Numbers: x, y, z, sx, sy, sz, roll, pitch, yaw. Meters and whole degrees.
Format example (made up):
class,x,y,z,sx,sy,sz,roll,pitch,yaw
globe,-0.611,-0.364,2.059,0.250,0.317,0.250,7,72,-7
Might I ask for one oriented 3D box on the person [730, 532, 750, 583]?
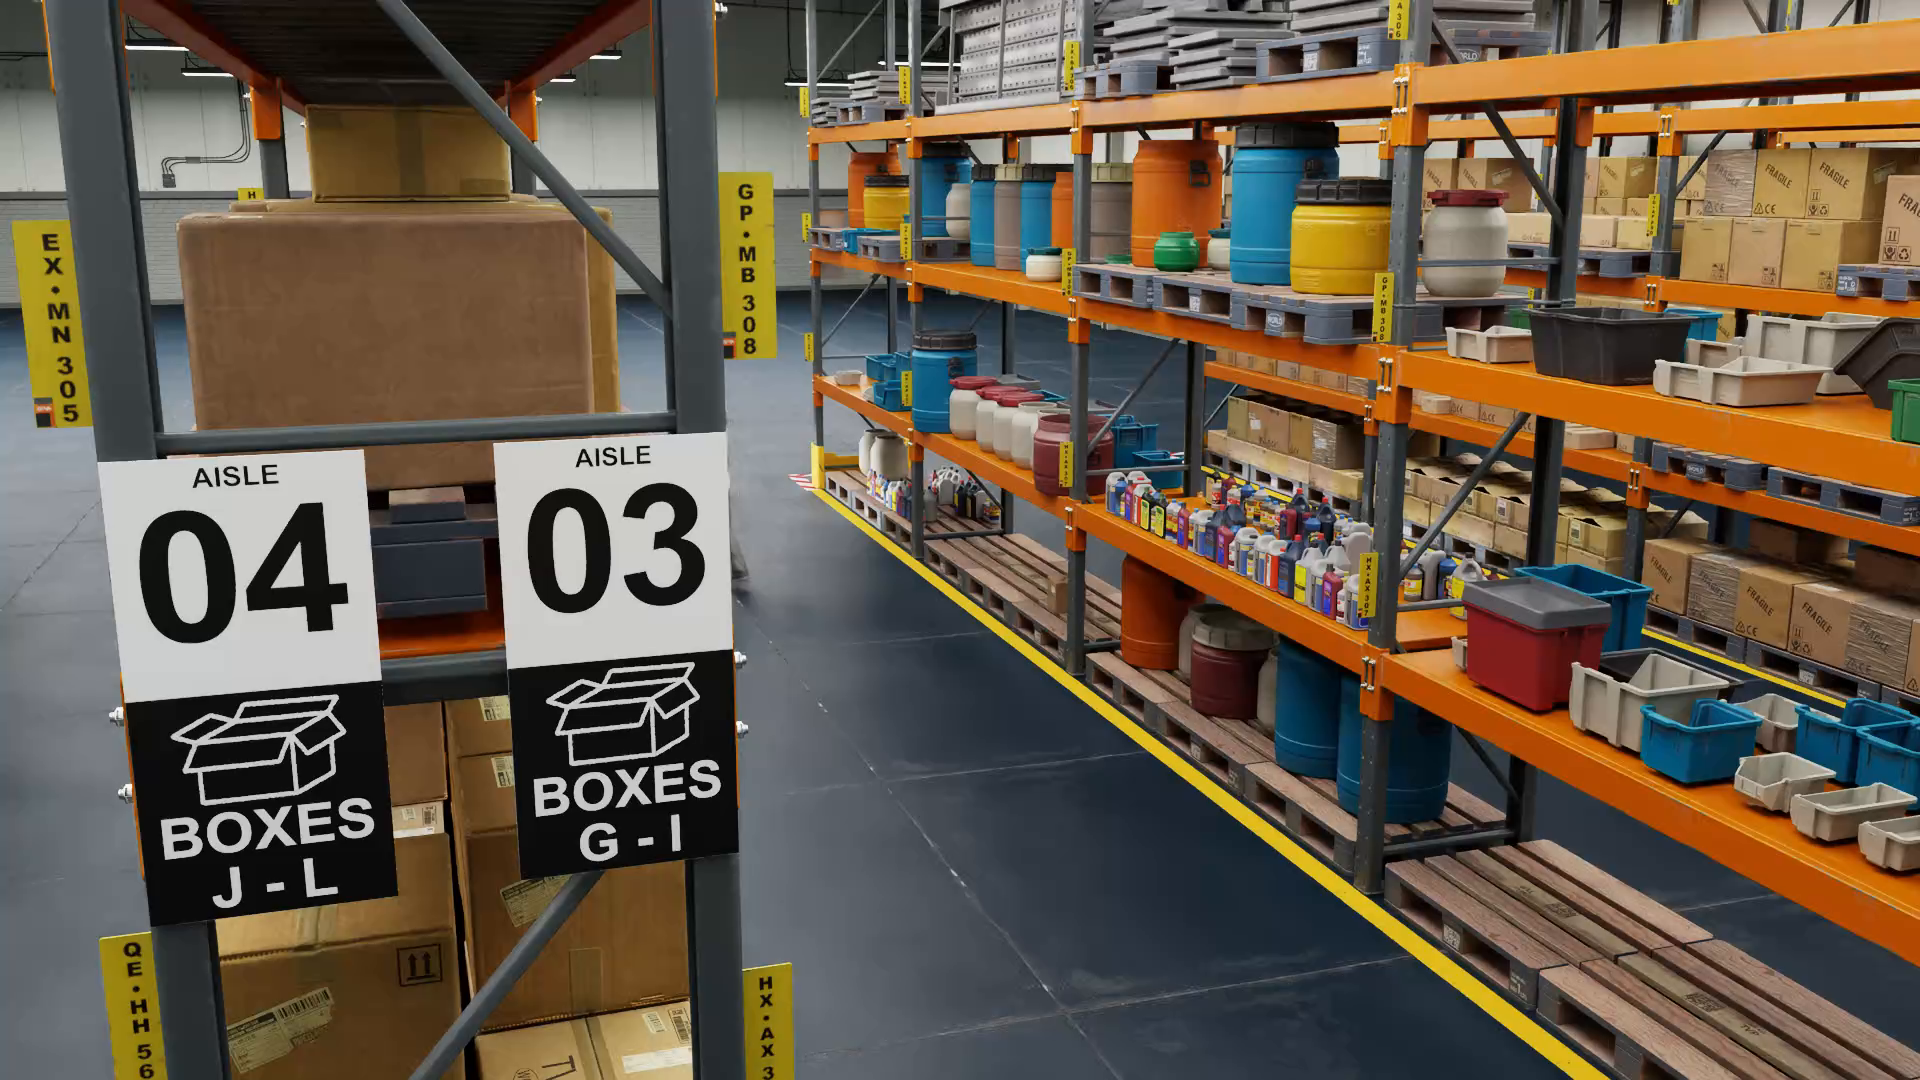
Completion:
class,x,y,z,sx,sy,sz,roll,pitch,yaw
person,-2.354,-0.437,14.823,1.031,1.625,0.440,8,15,32
